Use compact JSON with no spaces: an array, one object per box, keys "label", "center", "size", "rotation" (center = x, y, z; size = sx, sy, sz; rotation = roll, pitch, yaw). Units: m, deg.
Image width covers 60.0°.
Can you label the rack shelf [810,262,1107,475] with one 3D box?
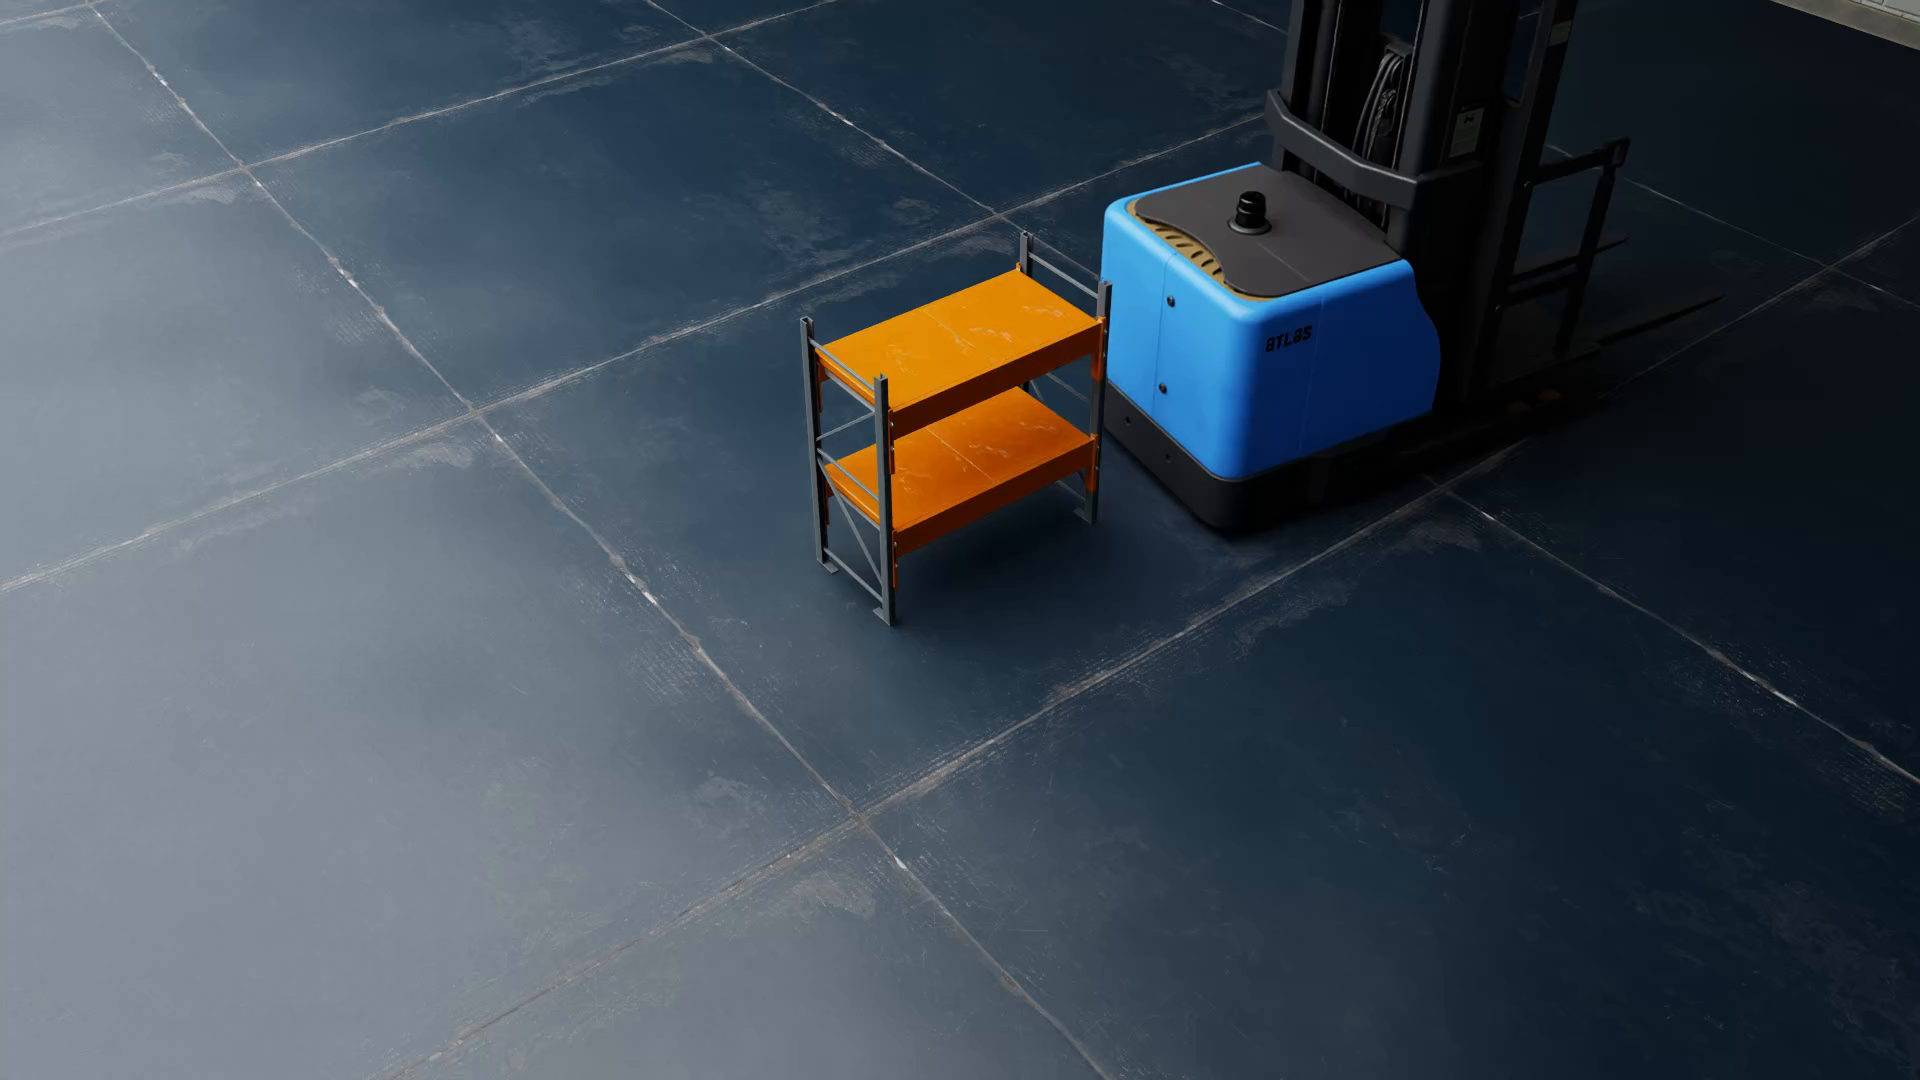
[{"label":"rack shelf","center":[-0.005,-0.659,6.204],"size":[1.000,0.278,0.538],"rotation":[-26,46,-28]}]

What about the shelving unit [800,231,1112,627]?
[{"label":"shelving unit","center":[-0.005,-0.432,6.390],"size":[1.048,1.125,0.538],"rotation":[-26,46,-28]}]

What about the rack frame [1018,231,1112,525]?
[{"label":"rack frame","center":[0.398,-0.629,6.630],"size":[0.032,1.125,0.500],"rotation":[-26,46,-28]}]

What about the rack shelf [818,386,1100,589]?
[{"label":"rack shelf","center":[-0.005,-0.243,6.545],"size":[1.000,0.278,0.538],"rotation":[-26,46,-28]}]

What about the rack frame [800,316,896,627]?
[{"label":"rack frame","center":[-0.408,-0.236,6.151],"size":[0.032,1.125,0.500],"rotation":[-26,46,-28]}]

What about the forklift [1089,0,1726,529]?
[{"label":"forklift","center":[2.114,-1.850,6.694],"size":[3.031,2.935,1.130],"rotation":[-19,43,-22]}]
